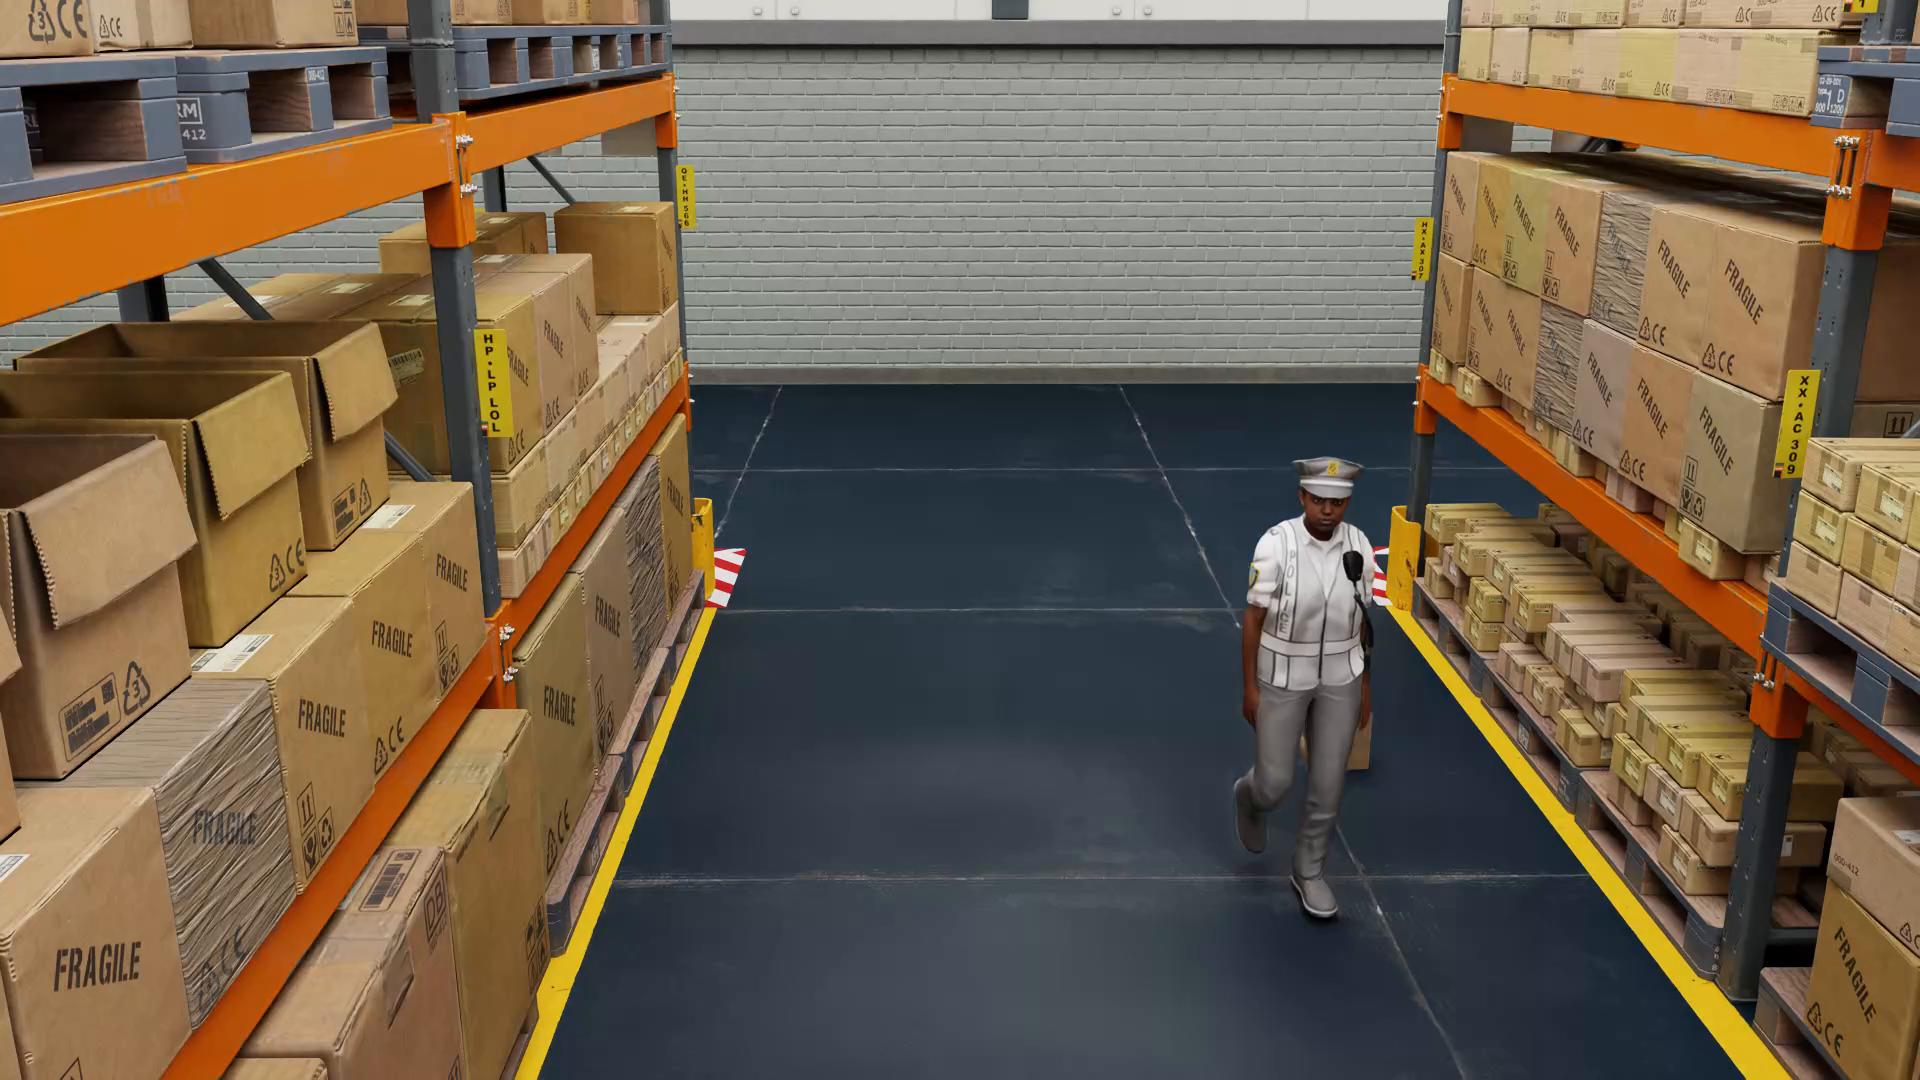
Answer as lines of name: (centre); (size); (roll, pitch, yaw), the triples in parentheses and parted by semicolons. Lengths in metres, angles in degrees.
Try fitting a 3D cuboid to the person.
person: (1.220, 0.475, 5.919); (0.478, 1.669, 0.551); (-2, 17, -6)
